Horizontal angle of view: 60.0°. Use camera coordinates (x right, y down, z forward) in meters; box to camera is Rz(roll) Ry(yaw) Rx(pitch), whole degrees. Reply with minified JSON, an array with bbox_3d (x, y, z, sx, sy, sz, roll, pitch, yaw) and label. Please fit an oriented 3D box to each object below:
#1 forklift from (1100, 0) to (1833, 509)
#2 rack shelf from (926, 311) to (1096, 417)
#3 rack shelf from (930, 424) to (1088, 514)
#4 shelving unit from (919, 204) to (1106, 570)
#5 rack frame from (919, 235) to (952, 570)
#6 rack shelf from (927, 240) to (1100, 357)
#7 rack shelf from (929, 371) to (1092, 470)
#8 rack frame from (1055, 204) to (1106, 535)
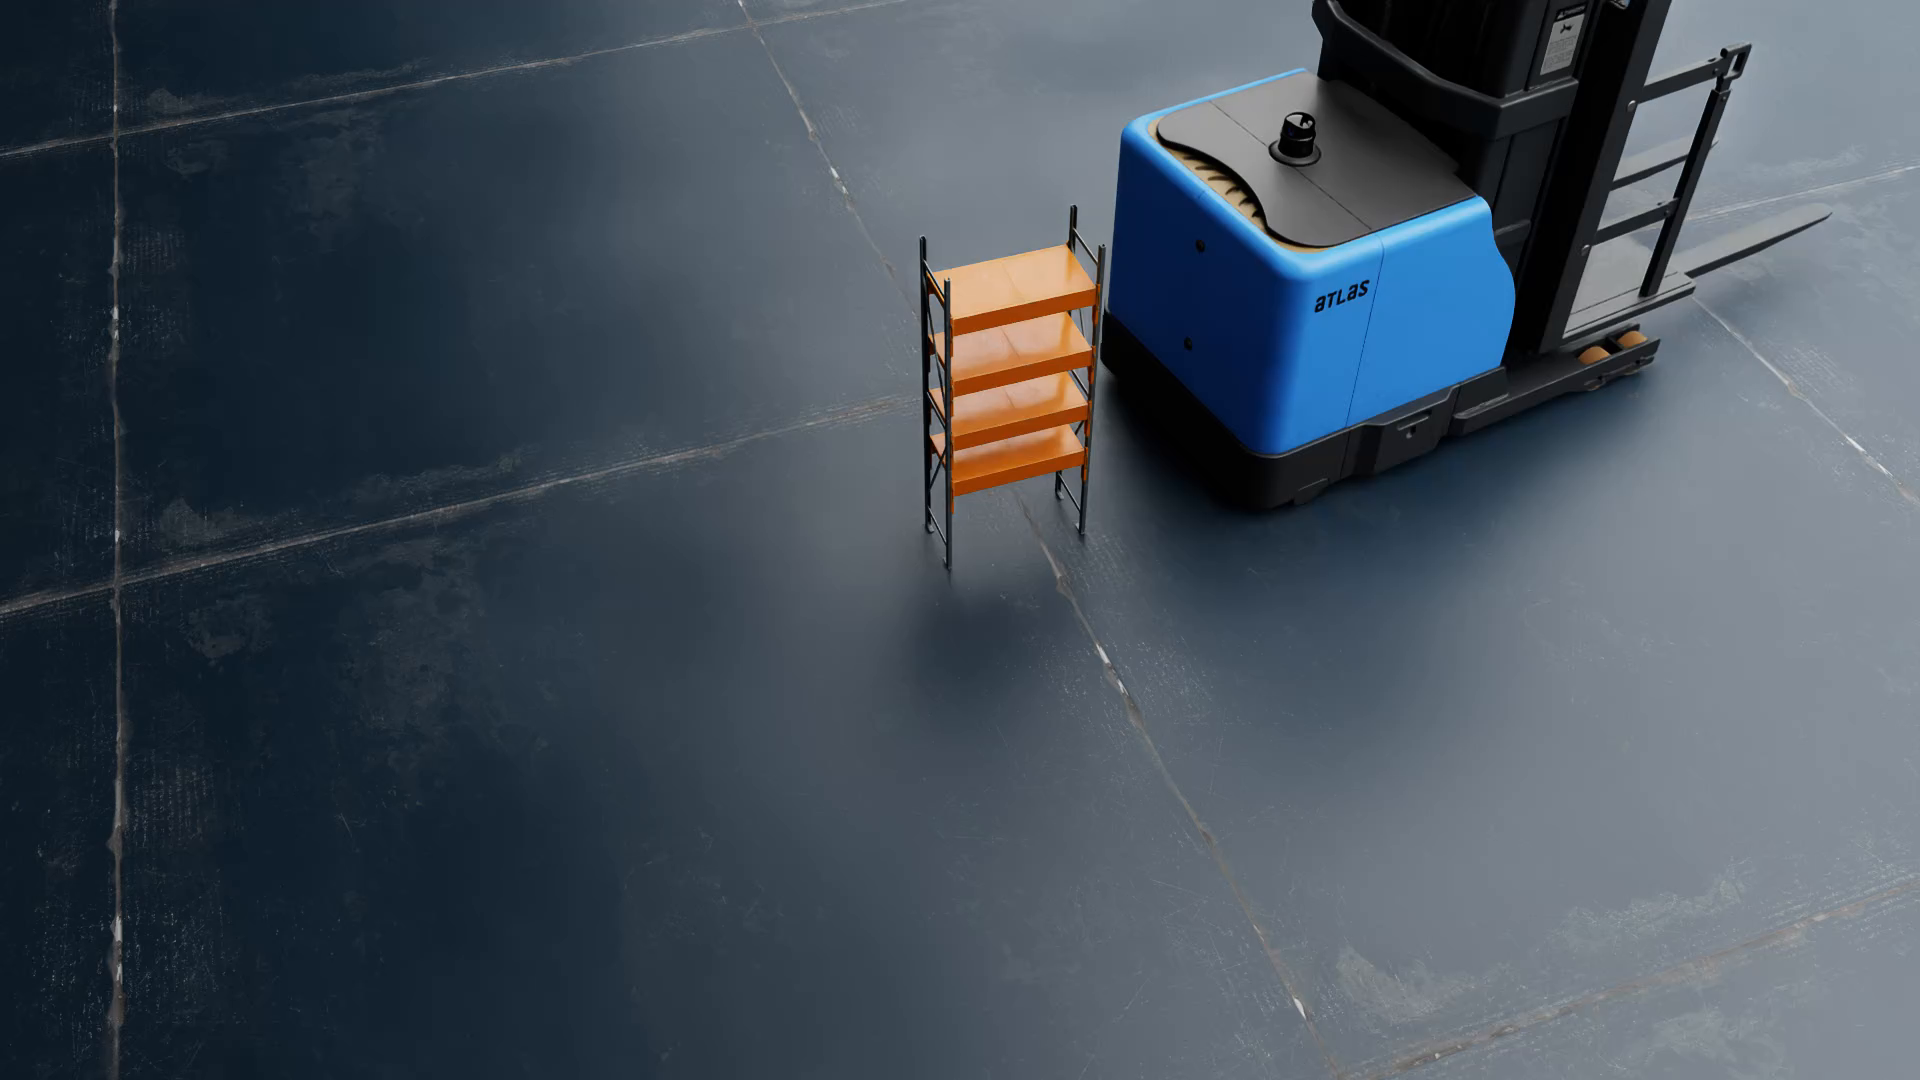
[{"bbox_3d":[2.075,-1.908,5.583,3.031,2.935,1.130,-21,49,-20],"label":"forklift"},{"bbox_3d":[0.156,-0.574,5.254,0.480,0.148,0.258,-14,47,-14],"label":"rack shelf"},{"bbox_3d":[0.156,-0.276,5.553,0.480,0.148,0.258,-14,47,-14],"label":"rack shelf"},{"bbox_3d":[0.156,-0.463,5.365,0.503,1.200,0.258,-14,47,-14],"label":"shelving unit"},{"bbox_3d":[-0.074,-0.405,5.306,0.015,1.200,0.240,-14,47,-14],"label":"rack frame"},{"bbox_3d":[0.156,-0.741,5.086,0.480,0.148,0.258,-14,47,-14],"label":"rack shelf"},{"bbox_3d":[0.156,-0.416,5.412,0.480,0.148,0.258,-14,47,-14],"label":"rack shelf"},{"bbox_3d":[0.385,-0.522,5.423,0.015,1.200,0.240,-14,47,-14],"label":"rack frame"}]
